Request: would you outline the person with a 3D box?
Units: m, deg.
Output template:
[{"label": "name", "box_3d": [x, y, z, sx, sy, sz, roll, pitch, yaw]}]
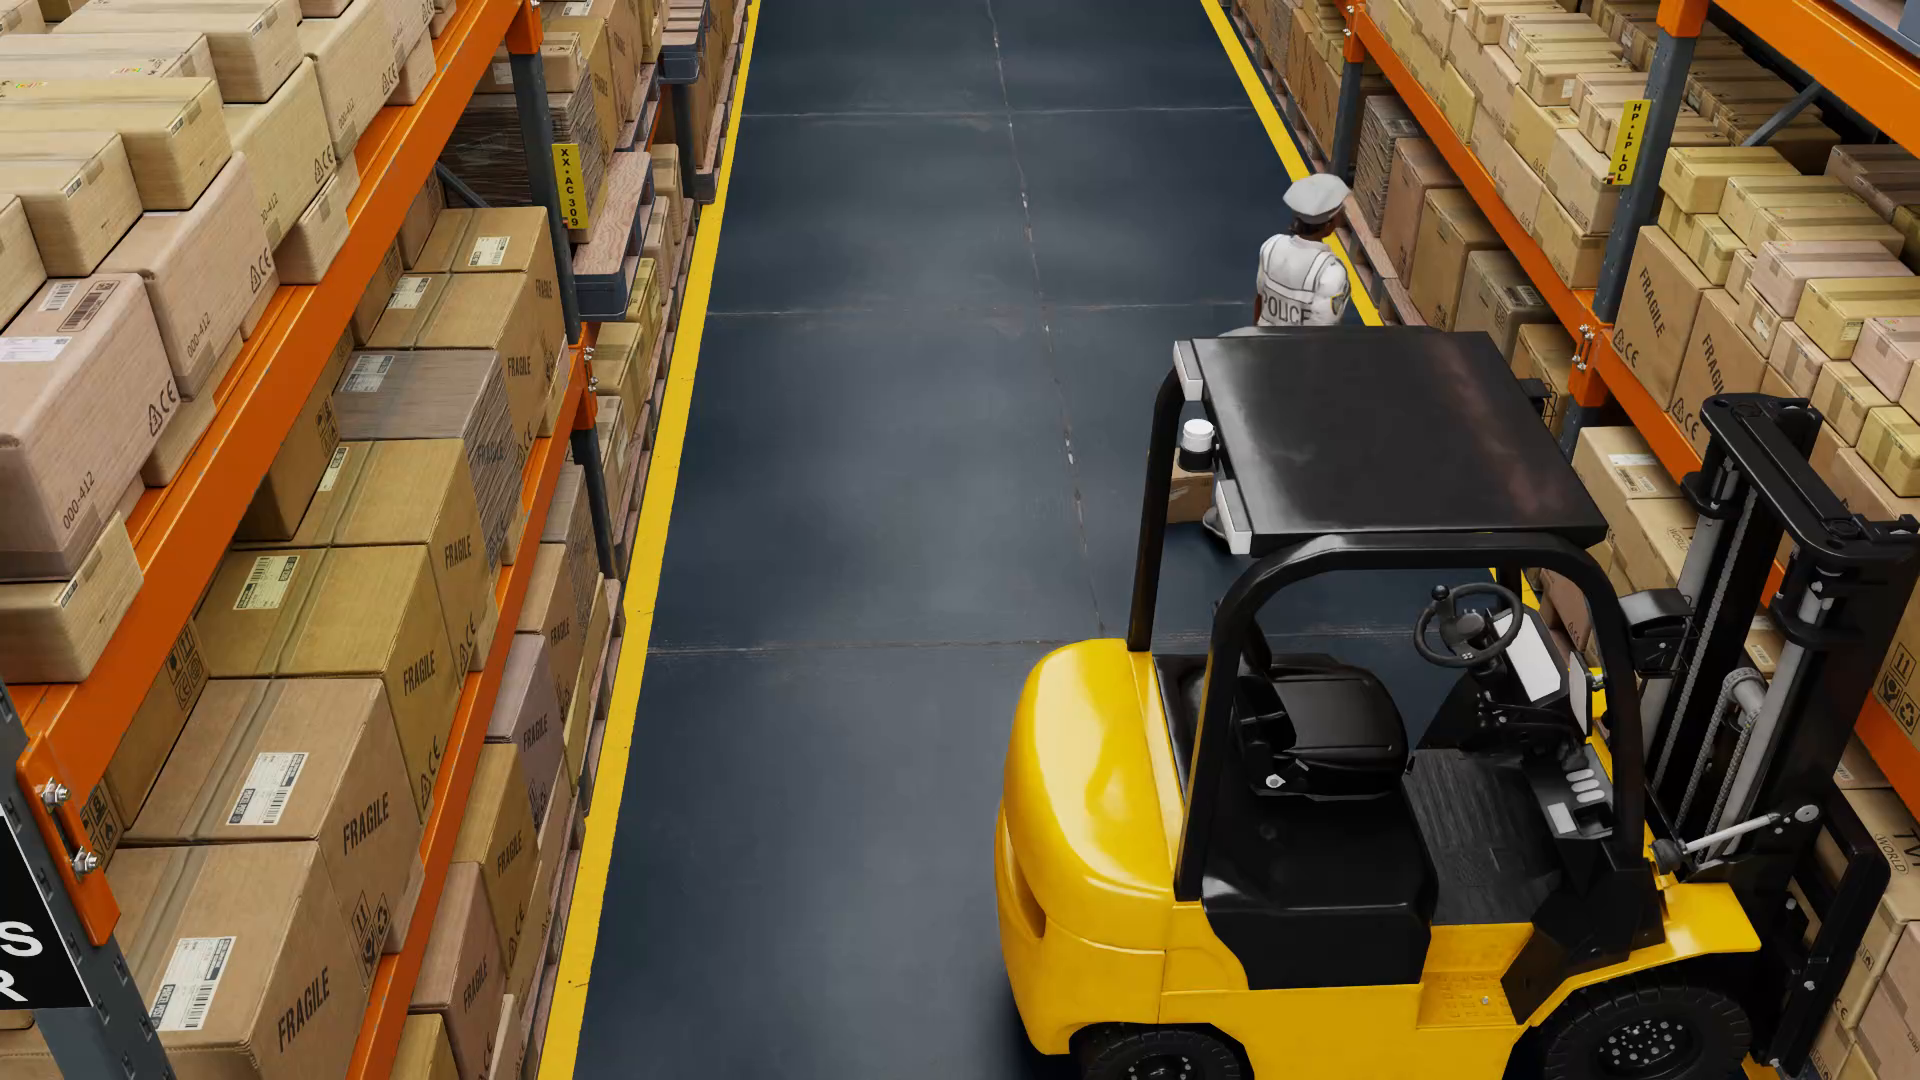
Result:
[{"label": "person", "box_3d": [1.405, -0.755, 7.172, 0.467, 1.680, 0.635, 27, 44, 33]}]
